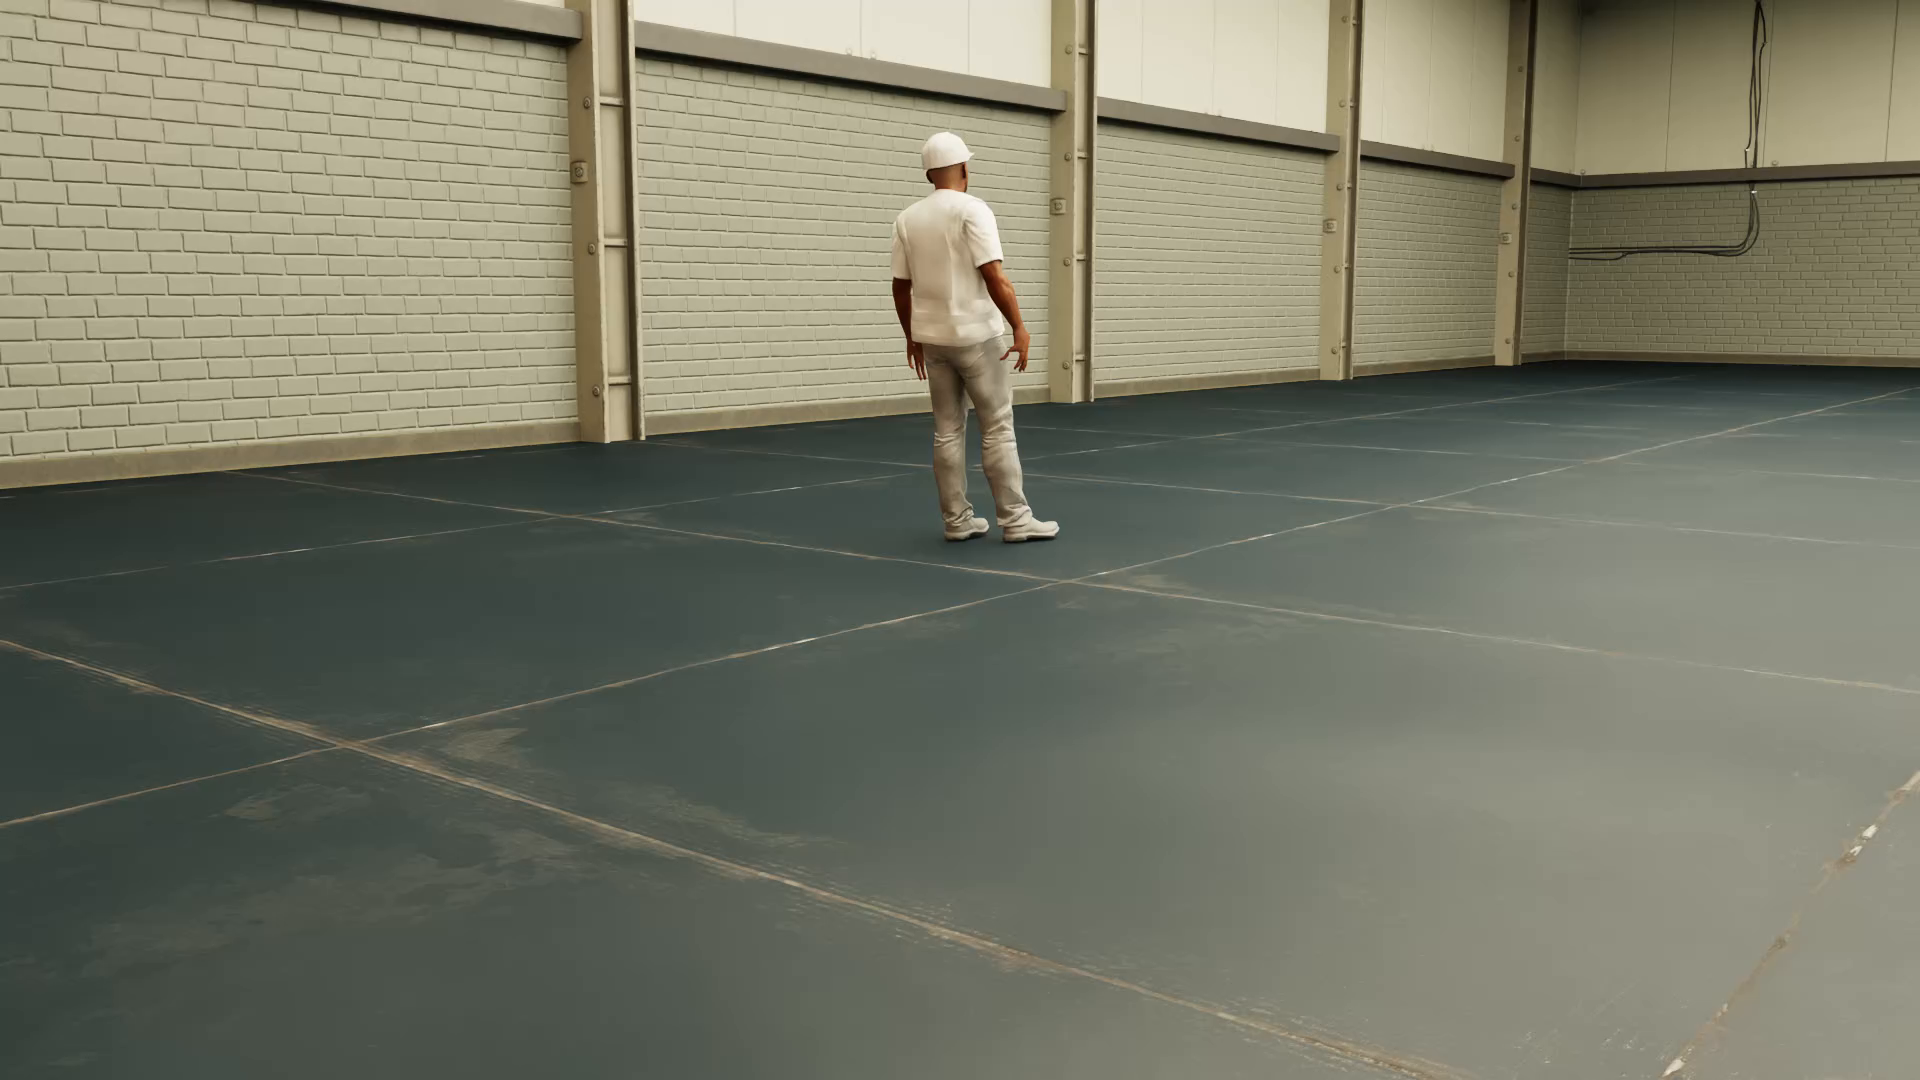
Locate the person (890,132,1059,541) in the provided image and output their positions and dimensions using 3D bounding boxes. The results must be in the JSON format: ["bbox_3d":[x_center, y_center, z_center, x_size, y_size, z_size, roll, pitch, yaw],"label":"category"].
[{"bbox_3d":[0.049,-0.888,7.325,0.665,1.765,0.577,7,11,38],"label":"person"}]
